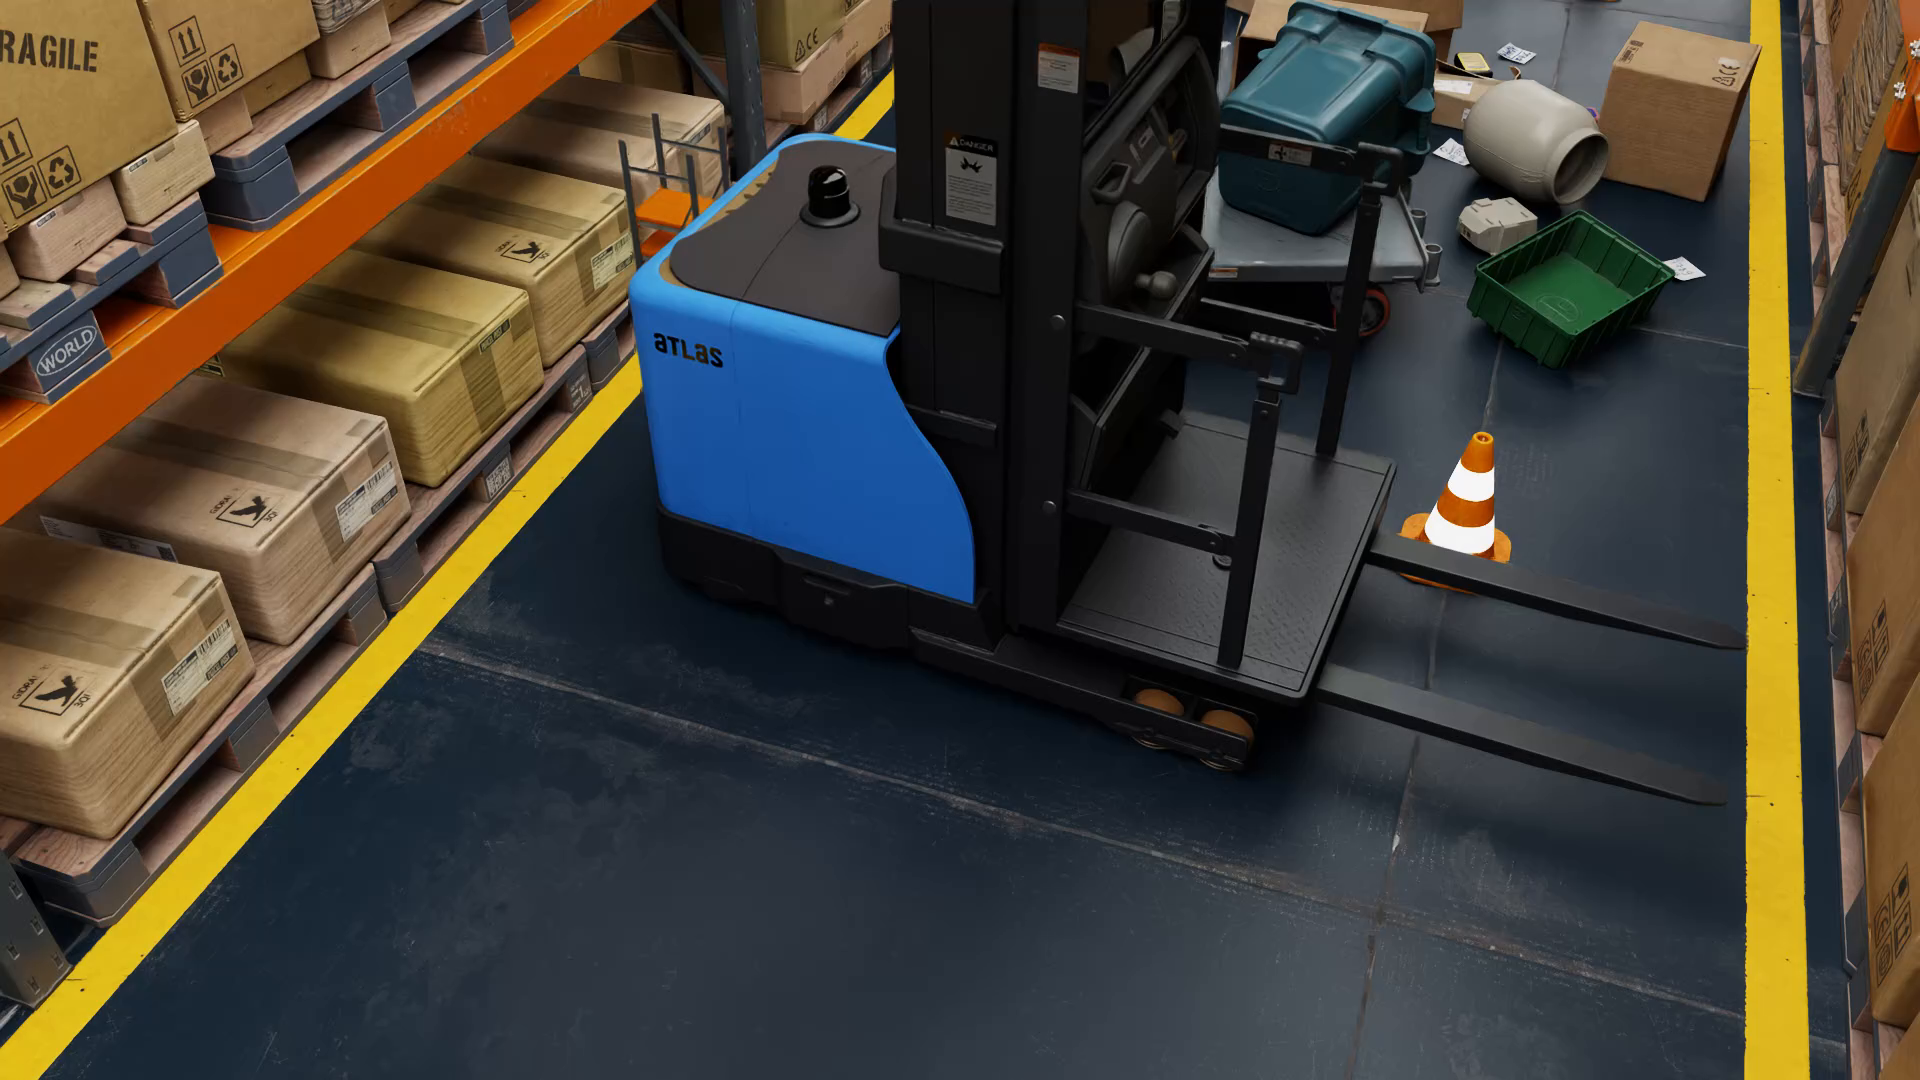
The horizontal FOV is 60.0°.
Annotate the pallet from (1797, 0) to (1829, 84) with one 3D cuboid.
[{"bbox_3d":[4.584,-2.450,7.960,1.003,0.211,1.213,13,42,15],"label":"pallet"}]

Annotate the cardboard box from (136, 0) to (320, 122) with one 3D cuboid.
[{"bbox_3d":[-1.919,-1.353,3.895,0.500,0.500,0.500,14,42,16],"label":"cardboard box"}]

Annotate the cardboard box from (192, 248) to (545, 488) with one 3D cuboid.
[{"bbox_3d":[-1.926,-0.589,5.331,0.950,0.372,0.625,15,43,17],"label":"cardboard box"}]

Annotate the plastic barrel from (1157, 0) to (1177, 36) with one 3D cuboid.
[{"bbox_3d":[0.814,-2.477,7.828,0.421,0.421,0.512,-21,45,-22],"label":"plastic barrel"}]

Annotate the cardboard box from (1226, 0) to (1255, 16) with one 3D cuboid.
[{"bbox_3d":[1.548,-2.721,8.325,0.250,0.149,0.380,-29,48,-29],"label":"cardboard box"}]

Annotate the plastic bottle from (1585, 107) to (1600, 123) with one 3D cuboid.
[{"bbox_3d":[2.695,-1.873,7.398,0.283,0.061,0.133,0,40,0],"label":"plastic bottle"}]

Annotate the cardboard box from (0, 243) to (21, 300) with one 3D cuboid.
[{"bbox_3d":[-2.223,-0.560,3.465,0.380,0.149,0.250,11,42,12],"label":"cardboard box"}]

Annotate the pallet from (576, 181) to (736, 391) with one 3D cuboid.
[{"bbox_3d":[-1.535,-1.078,6.350,1.003,0.211,1.213,13,42,15],"label":"pallet"}]

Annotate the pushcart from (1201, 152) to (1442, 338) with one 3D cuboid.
[{"bbox_3d":[0.890,-1.140,6.296,1.648,0.377,0.936,0,40,0],"label":"pushcart"}]

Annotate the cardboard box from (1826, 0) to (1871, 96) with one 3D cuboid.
[{"bbox_3d":[4.316,-2.402,7.068,0.875,0.875,0.875,13,42,14],"label":"cardboard box"}]

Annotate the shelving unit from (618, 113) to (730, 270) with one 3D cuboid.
[{"bbox_3d":[-0.827,-0.708,5.155,0.258,1.200,0.189,15,43,17],"label":"shelving unit"}]

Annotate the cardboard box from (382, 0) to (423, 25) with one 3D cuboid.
[{"bbox_3d":[-1.735,-1.546,4.621,0.380,0.149,0.250,12,42,14],"label":"cardboard box"}]

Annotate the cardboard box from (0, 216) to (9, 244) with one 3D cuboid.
[{"bbox_3d":[-2.266,-0.708,3.139,0.500,0.500,0.500,12,42,14],"label":"cardboard box"}]

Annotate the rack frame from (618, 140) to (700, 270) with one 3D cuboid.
[{"bbox_3d":[-0.862,-0.653,5.091,0.240,1.200,0.006,15,43,17],"label":"rack frame"}]

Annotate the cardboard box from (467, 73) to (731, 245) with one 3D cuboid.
[{"bbox_3d":[-1.447,-1.453,6.343,0.950,0.372,0.625,14,42,16],"label":"cardboard box"}]

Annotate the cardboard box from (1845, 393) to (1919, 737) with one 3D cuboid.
[{"bbox_3d":[2.955,0.106,4.225,1.050,0.750,0.750,13,42,15],"label":"cardboard box"}]

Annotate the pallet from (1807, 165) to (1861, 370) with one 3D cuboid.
[{"bbox_3d":[3.750,-0.962,6.215,1.003,0.211,1.213,13,42,15],"label":"pallet"}]

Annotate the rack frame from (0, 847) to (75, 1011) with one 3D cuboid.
[{"bbox_3d":[-2.638,-0.174,3.143,1.000,3.000,0.127,13,42,15],"label":"rack frame"}]

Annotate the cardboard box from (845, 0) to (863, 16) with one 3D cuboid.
[{"bbox_3d":[-0.642,-2.642,7.252,0.500,0.500,0.500,15,43,17],"label":"cardboard box"}]

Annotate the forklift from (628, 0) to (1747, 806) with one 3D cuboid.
[{"bbox_3d":[0.659,-0.884,4.028,3.031,2.935,1.130,16,43,18],"label":"forklift"}]

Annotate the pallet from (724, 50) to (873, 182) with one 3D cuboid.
[{"bbox_3d":[-1.073,-1.970,7.397,1.003,0.211,1.213,13,42,15],"label":"pallet"}]

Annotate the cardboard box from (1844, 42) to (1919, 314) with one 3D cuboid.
[{"bbox_3d":[3.697,-1.296,5.772,0.875,0.875,0.875,14,42,16],"label":"cardboard box"}]

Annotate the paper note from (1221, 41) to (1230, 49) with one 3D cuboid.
[{"bbox_3d":[1.214,-2.416,8.067,0.148,0.019,0.142,29,48,29],"label":"paper note"}]

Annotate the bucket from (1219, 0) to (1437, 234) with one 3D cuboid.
[{"bbox_3d":[1.296,-1.504,6.053,0.726,0.611,0.620,29,58,29],"label":"bucket"}]

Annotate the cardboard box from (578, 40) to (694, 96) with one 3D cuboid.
[{"bbox_3d":[-1.320,-2.148,7.251,0.500,0.250,0.500,15,43,17],"label":"cardboard box"}]

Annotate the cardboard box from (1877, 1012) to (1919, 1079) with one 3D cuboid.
[{"bbox_3d":[2.341,1.208,2.933,1.050,0.750,0.750,13,42,14],"label":"cardboard box"}]

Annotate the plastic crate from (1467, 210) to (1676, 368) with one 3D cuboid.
[{"bbox_3d":[2.245,-0.925,6.146,0.662,0.188,0.450,-29,58,-29],"label":"plastic crate"}]

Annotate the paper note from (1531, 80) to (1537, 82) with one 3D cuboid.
[{"bbox_3d":[2.632,-2.116,7.722,0.123,0.001,0.032,-29,48,-29],"label":"paper note"}]

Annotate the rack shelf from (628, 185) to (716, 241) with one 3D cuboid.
[{"bbox_3d":[-0.827,-0.948,4.950,0.258,0.103,0.180,15,43,17],"label":"rack shelf"}]

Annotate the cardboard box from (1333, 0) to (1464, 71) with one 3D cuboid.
[{"bbox_3d":[1.877,-2.470,7.758,0.797,0.503,0.637,-13,42,-15],"label":"cardboard box"}]

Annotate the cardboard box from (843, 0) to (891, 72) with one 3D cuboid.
[{"bbox_3d":[-0.642,-2.355,7.495,0.500,0.250,0.500,16,43,18],"label":"cardboard box"}]

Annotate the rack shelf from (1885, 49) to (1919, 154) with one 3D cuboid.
[{"bbox_3d":[2.733,-0.083,3.591,1.077,0.370,4.000,13,42,15],"label":"rack shelf"}]

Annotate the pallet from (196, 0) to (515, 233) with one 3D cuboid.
[{"bbox_3d":[-1.999,-1.317,4.631,1.003,0.211,1.213,13,42,15],"label":"pallet"}]

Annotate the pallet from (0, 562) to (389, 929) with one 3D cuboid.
[{"bbox_3d":[-2.369,0.411,4.606,1.003,0.211,1.213,13,42,15],"label":"pallet"}]

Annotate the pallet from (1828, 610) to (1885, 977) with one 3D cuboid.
[{"bbox_3d":[2.808,0.718,4.246,1.003,0.211,1.213,13,42,15],"label":"pallet"}]

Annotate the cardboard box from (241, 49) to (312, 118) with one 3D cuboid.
[{"bbox_3d":[-1.904,-1.225,4.245,0.380,0.149,0.250,15,43,17],"label":"cardboard box"}]

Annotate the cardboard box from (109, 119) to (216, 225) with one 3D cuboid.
[{"bbox_3d":[-1.973,-0.880,3.840,0.380,0.149,0.250,14,42,15],"label":"cardboard box"}]

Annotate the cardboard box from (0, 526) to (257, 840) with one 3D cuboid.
[{"bbox_3d":[-2.435,0.324,4.261,0.950,0.372,0.625,11,42,12],"label":"cardboard box"}]

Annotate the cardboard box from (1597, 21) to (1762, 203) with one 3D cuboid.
[{"bbox_3d":[2.983,-1.801,6.974,0.500,0.500,0.500,21,45,22],"label":"cardboard box"}]
